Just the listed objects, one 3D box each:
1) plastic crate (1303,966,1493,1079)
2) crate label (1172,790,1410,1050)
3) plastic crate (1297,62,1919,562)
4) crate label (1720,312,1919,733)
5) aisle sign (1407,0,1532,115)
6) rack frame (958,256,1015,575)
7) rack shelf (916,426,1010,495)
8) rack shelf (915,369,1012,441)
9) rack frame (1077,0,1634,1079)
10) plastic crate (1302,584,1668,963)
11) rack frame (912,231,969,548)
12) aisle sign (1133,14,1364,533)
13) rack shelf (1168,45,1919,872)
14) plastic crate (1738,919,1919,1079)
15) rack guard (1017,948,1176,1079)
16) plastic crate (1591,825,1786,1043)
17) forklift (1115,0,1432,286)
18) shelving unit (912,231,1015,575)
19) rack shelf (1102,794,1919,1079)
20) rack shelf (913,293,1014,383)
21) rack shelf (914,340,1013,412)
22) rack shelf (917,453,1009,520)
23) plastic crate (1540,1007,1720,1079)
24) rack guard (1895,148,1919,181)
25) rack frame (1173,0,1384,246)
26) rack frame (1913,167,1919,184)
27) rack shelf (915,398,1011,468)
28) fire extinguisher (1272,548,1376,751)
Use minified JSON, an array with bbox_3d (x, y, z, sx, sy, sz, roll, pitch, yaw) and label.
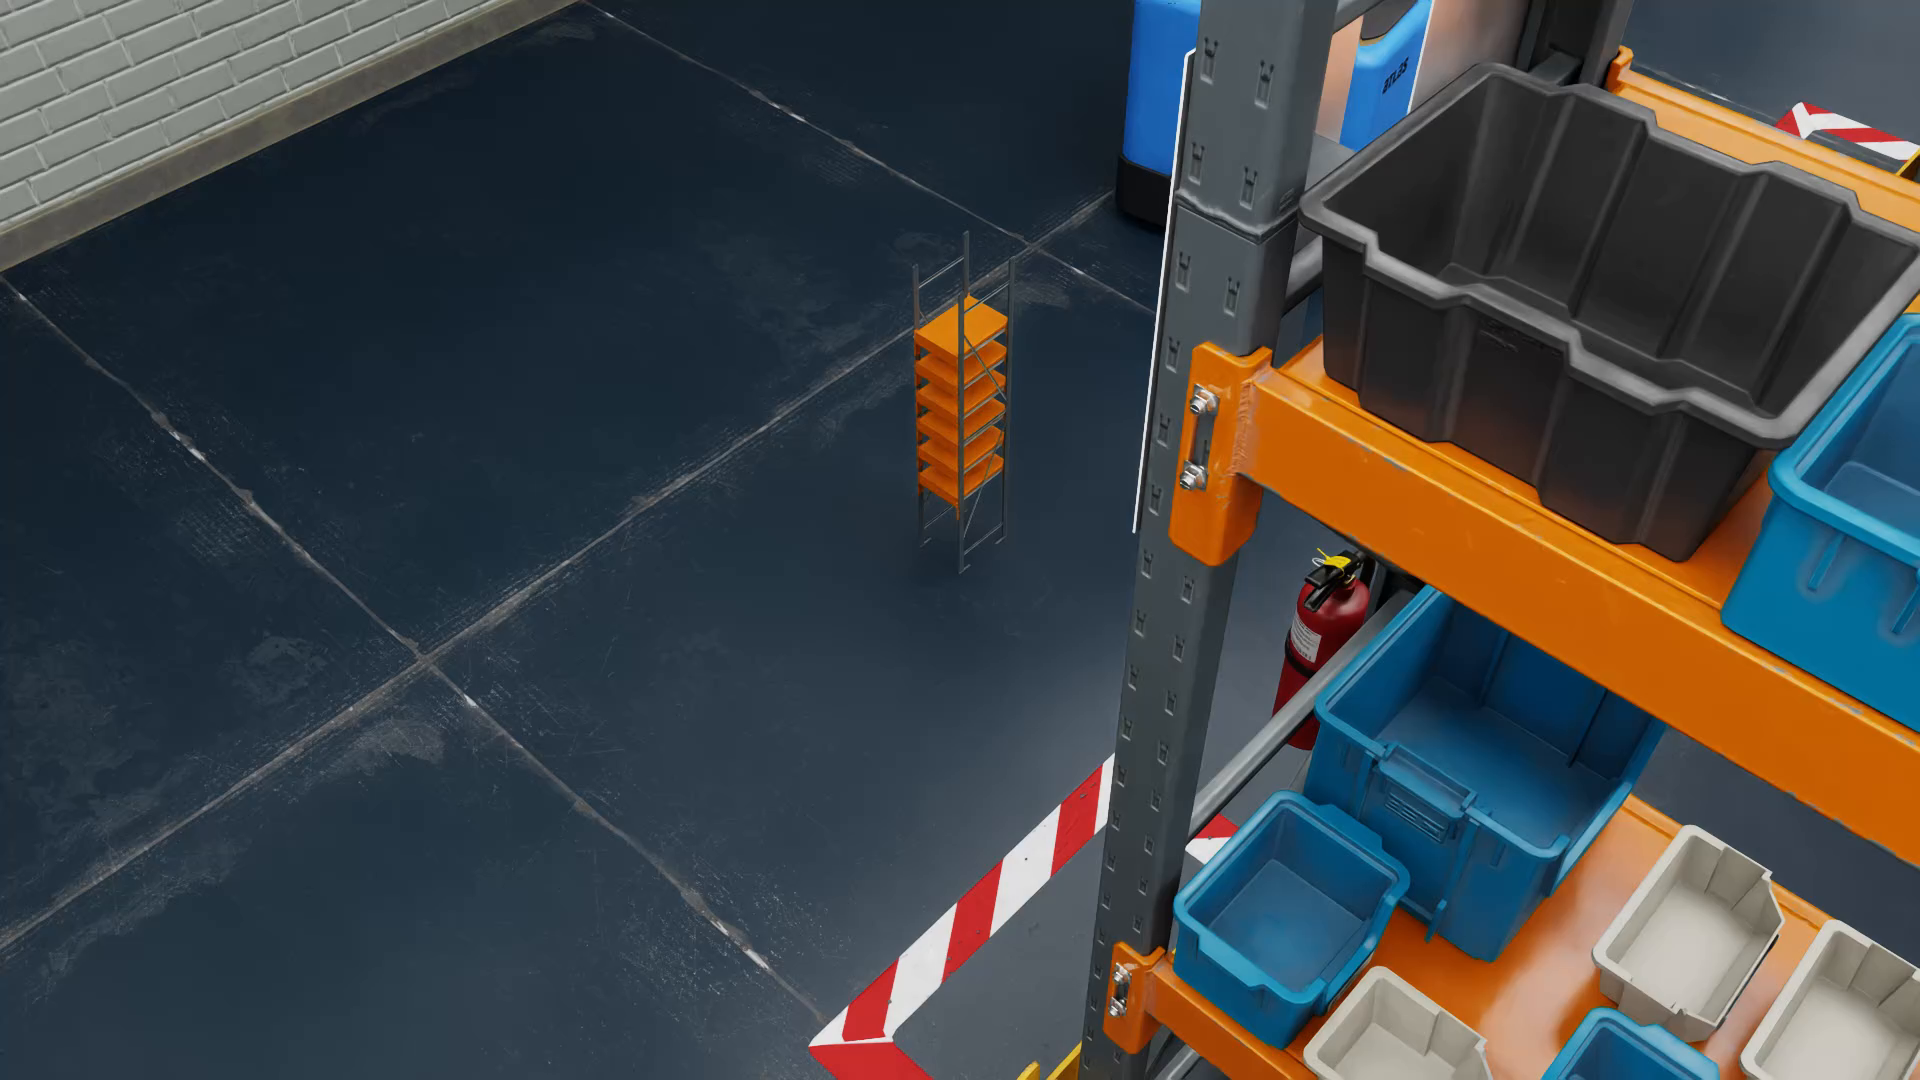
[{"bbox_3d":[0.783,0.952,2.939,0.298,0.136,0.250,34,55,28],"label":"plastic crate"},{"bbox_3d":[0.603,0.716,3.094,0.303,0.233,0.416,34,55,28],"label":"crate label"},{"bbox_3d":[0.739,-0.262,1.970,0.590,0.269,0.497,34,55,28],"label":"plastic crate"},{"bbox_3d":[1.104,0.034,1.705,0.502,0.251,0.408,34,55,28],"label":"crate label"},{"bbox_3d":[0.791,-0.702,2.568,0.004,0.787,0.394,34,55,28],"label":"aisle sign"},{"bbox_3d":[0.078,-0.358,5.263,0.006,1.200,0.240,34,55,28],"label":"rack frame"},{"bbox_3d":[0.011,-0.291,5.426,0.180,0.103,0.258,34,55,28],"label":"rack shelf"},{"bbox_3d":[0.011,-0.455,5.251,0.180,0.103,0.258,34,55,28],"label":"rack shelf"},{"bbox_3d":[0.645,0.381,3.335,0.127,3.000,1.000,34,55,28],"label":"rack frame"},{"bbox_3d":[1.018,0.413,3.239,0.499,0.435,0.616,34,55,28],"label":"plastic crate"},{"bbox_3d":[-0.057,-0.449,5.348,0.006,1.200,0.240,34,55,28],"label":"rack frame"},{"bbox_3d":[0.390,-0.386,2.271,0.004,0.787,0.394,34,55,28],"label":"aisle sign"},{"bbox_3d":[2.115,0.589,1.575,4.000,0.370,1.077,34,55,28],"label":"rack shelf"},{"bbox_3d":[1.570,0.908,2.980,0.243,0.136,0.396,34,55,28],"label":"plastic crate"},{"bbox_3d":[0.618,1.231,4.251,0.348,0.500,1.175,34,55,28],"label":"rack guard"},{"bbox_3d":[1.367,0.757,3.122,0.243,0.136,0.396,34,55,28],"label":"plastic crate"},{"bbox_3d":[1.896,-3.058,6.611,1.130,2.935,3.031,26,52,23],"label":"forklift"},{"bbox_3d":[0.011,-0.404,5.306,0.189,1.200,0.258,34,55,28],"label":"shelving unit"},{"bbox_3d":[2.115,1.616,2.669,4.000,0.370,1.077,34,55,28],"label":"rack shelf"},{"bbox_3d":[0.011,-0.620,5.076,0.180,0.103,0.258,34,55,28],"label":"rack shelf"},{"bbox_3d":[0.011,-0.537,5.163,0.180,0.103,0.258,34,55,28],"label":"rack shelf"},{"bbox_3d":[0.011,-0.209,5.513,0.180,0.103,0.258,34,55,28],"label":"rack shelf"},{"bbox_3d":[1.087,1.041,2.788,0.300,0.233,0.416,34,55,28],"label":"plastic crate"},{"bbox_3d":[3.986,-1.429,6.749,0.348,0.500,1.175,34,55,28],"label":"rack guard"},{"bbox_3d":[0.645,-1.673,1.148,0.127,3.000,1.000,34,55,28],"label":"rack frame"},{"bbox_3d":[4.004,-2.273,5.826,0.127,3.000,1.000,34,55,28],"label":"rack frame"},{"bbox_3d":[0.011,-0.373,5.338,0.180,0.103,0.258,34,55,28],"label":"rack shelf"},{"bbox_3d":[0.842,0.217,3.798,0.183,0.674,0.296,34,55,28],"label":"fire extinguisher"}]
